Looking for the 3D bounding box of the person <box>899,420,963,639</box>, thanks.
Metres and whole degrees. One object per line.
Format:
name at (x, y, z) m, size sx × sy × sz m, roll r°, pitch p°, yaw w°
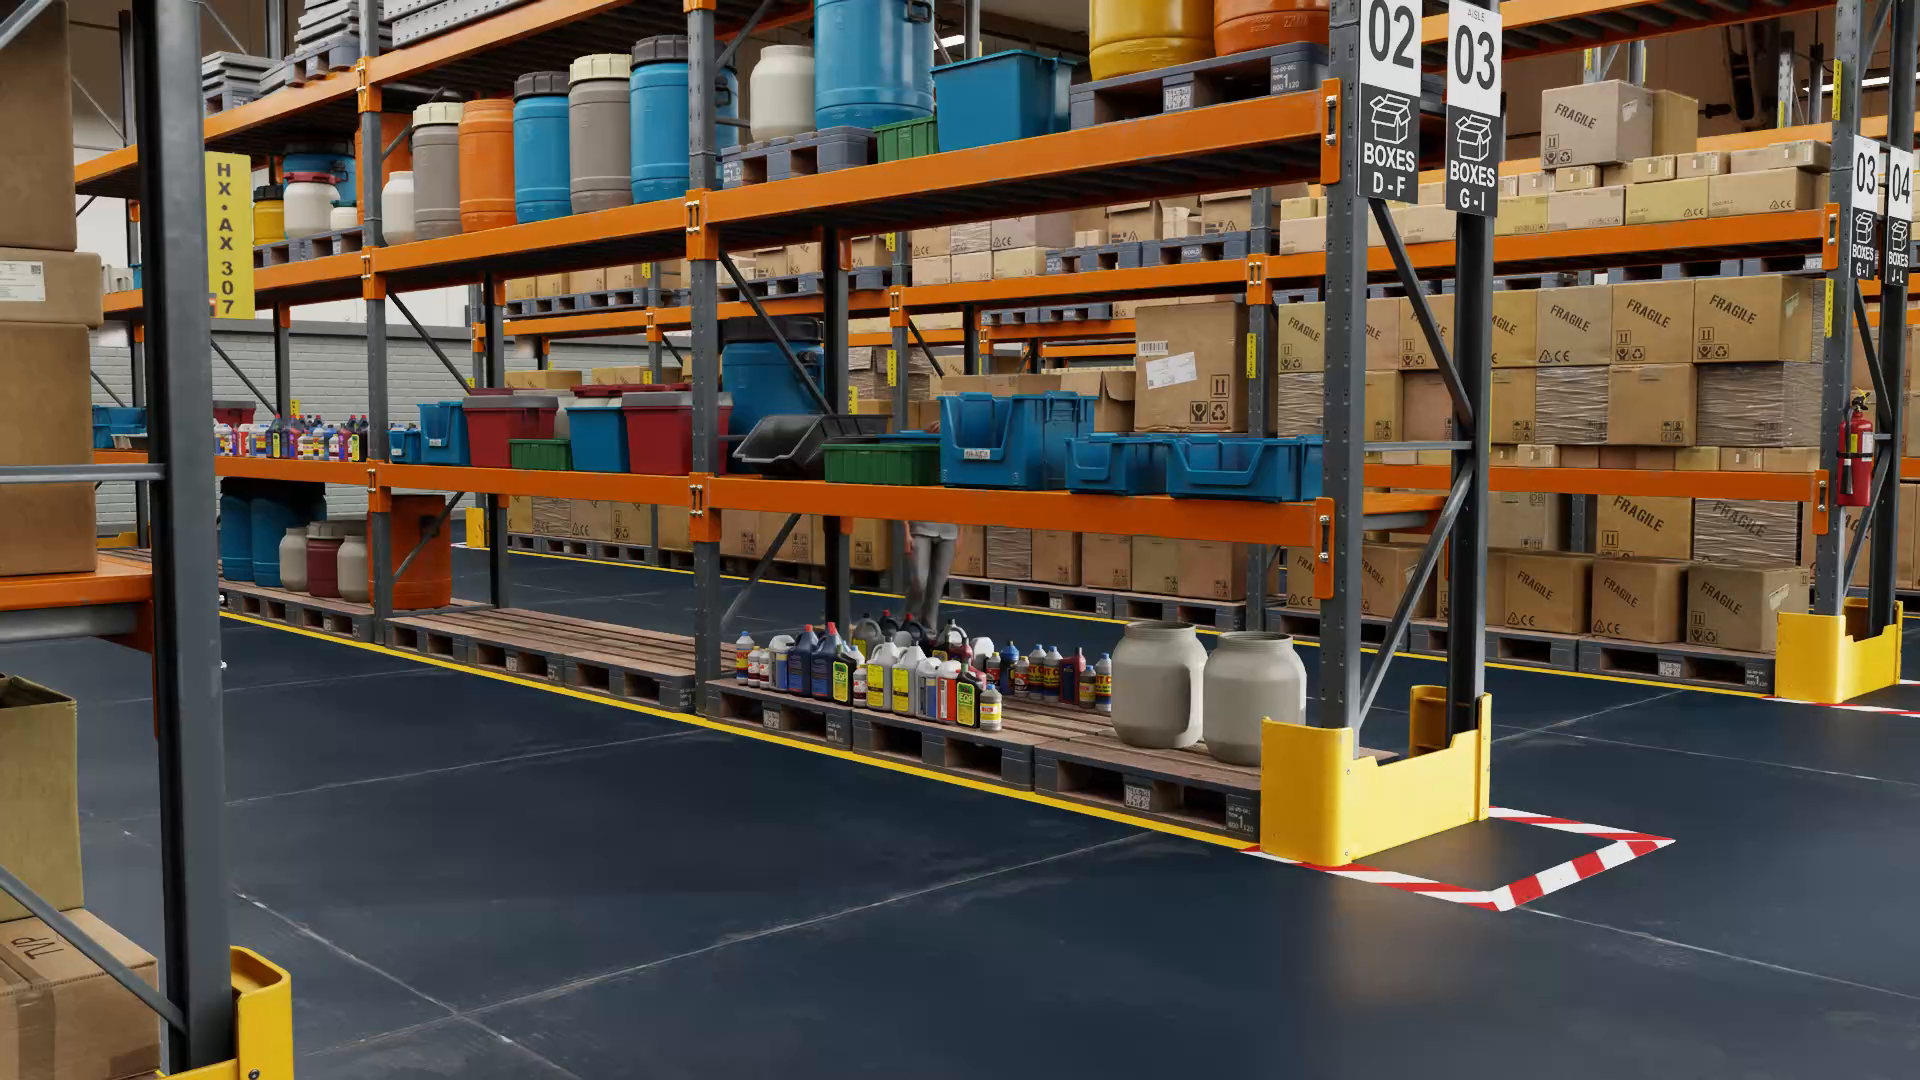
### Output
person at (-0.220, -0.010, 11.205) m, size 0.545 × 1.586 × 0.409 m, roll -2°, pitch 5°, yaw -25°
